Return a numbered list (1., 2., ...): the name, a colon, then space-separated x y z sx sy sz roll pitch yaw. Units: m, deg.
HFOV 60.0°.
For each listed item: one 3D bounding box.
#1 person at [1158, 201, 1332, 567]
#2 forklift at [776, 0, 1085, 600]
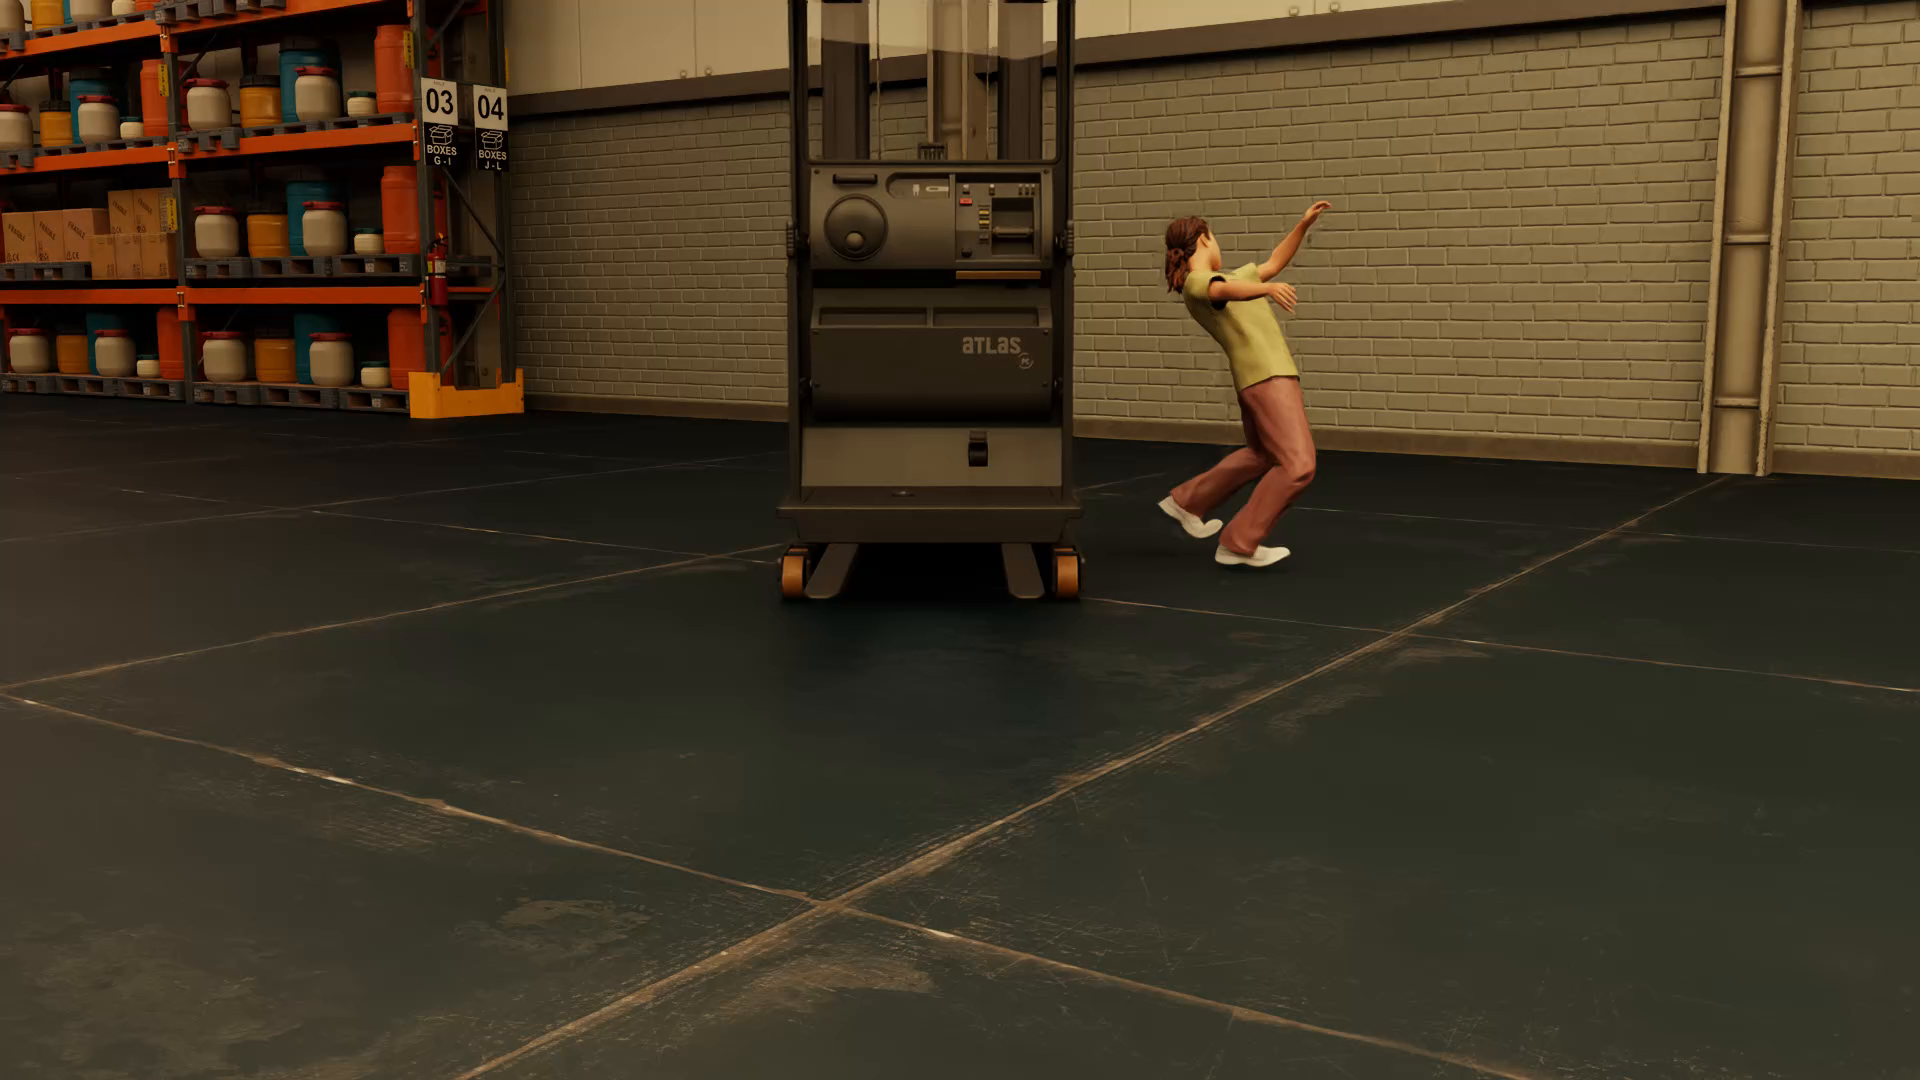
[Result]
1. person: 1.153 -0.624 6.653 0.666 1.452 1.010 1 8 4
2. forklift: -0.107 -1.276 6.166 1.130 2.935 3.031 0 8 0
